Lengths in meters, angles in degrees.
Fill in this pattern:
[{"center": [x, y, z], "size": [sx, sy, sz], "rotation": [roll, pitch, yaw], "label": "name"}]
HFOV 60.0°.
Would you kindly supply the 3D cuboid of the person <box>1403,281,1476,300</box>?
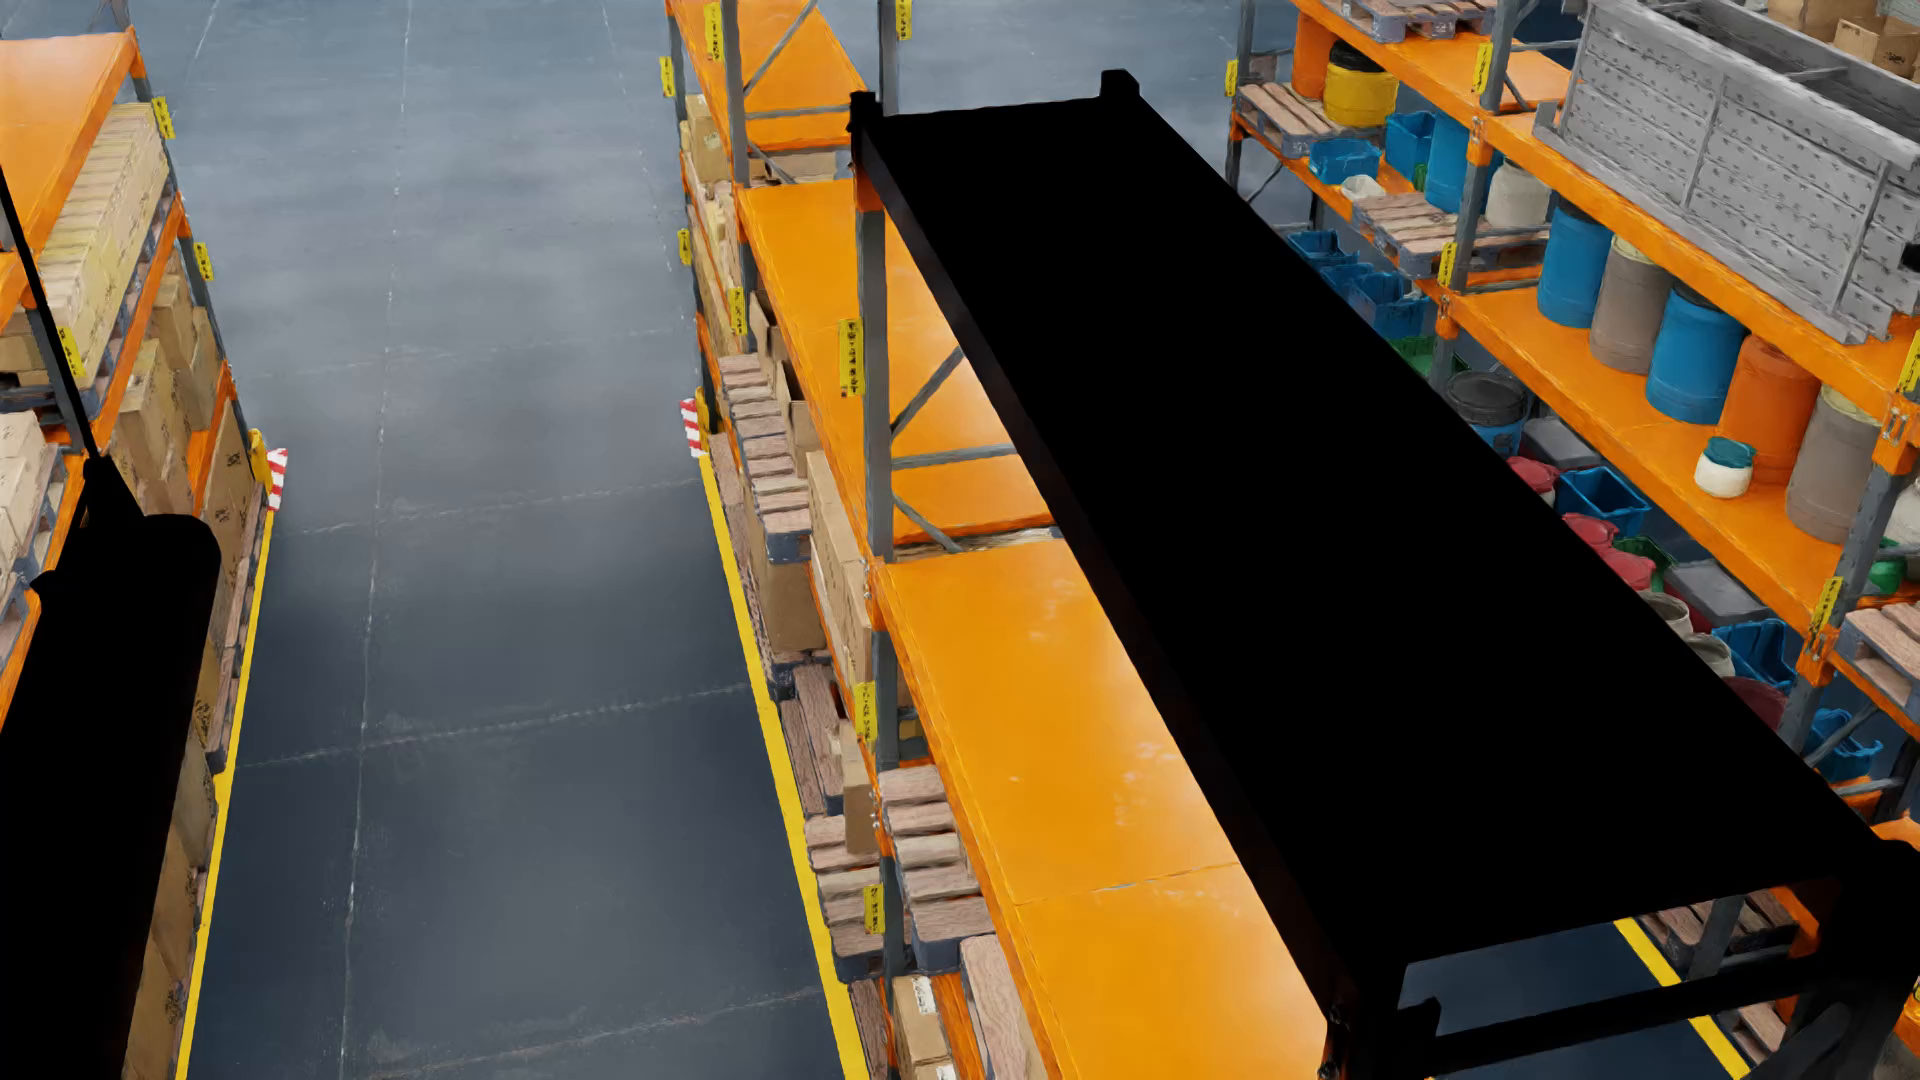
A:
[{"center": [5.096, -3.140, 17.241], "size": [0.640, 1.618, 0.771], "rotation": [-21, 40, -27], "label": "person"}]
